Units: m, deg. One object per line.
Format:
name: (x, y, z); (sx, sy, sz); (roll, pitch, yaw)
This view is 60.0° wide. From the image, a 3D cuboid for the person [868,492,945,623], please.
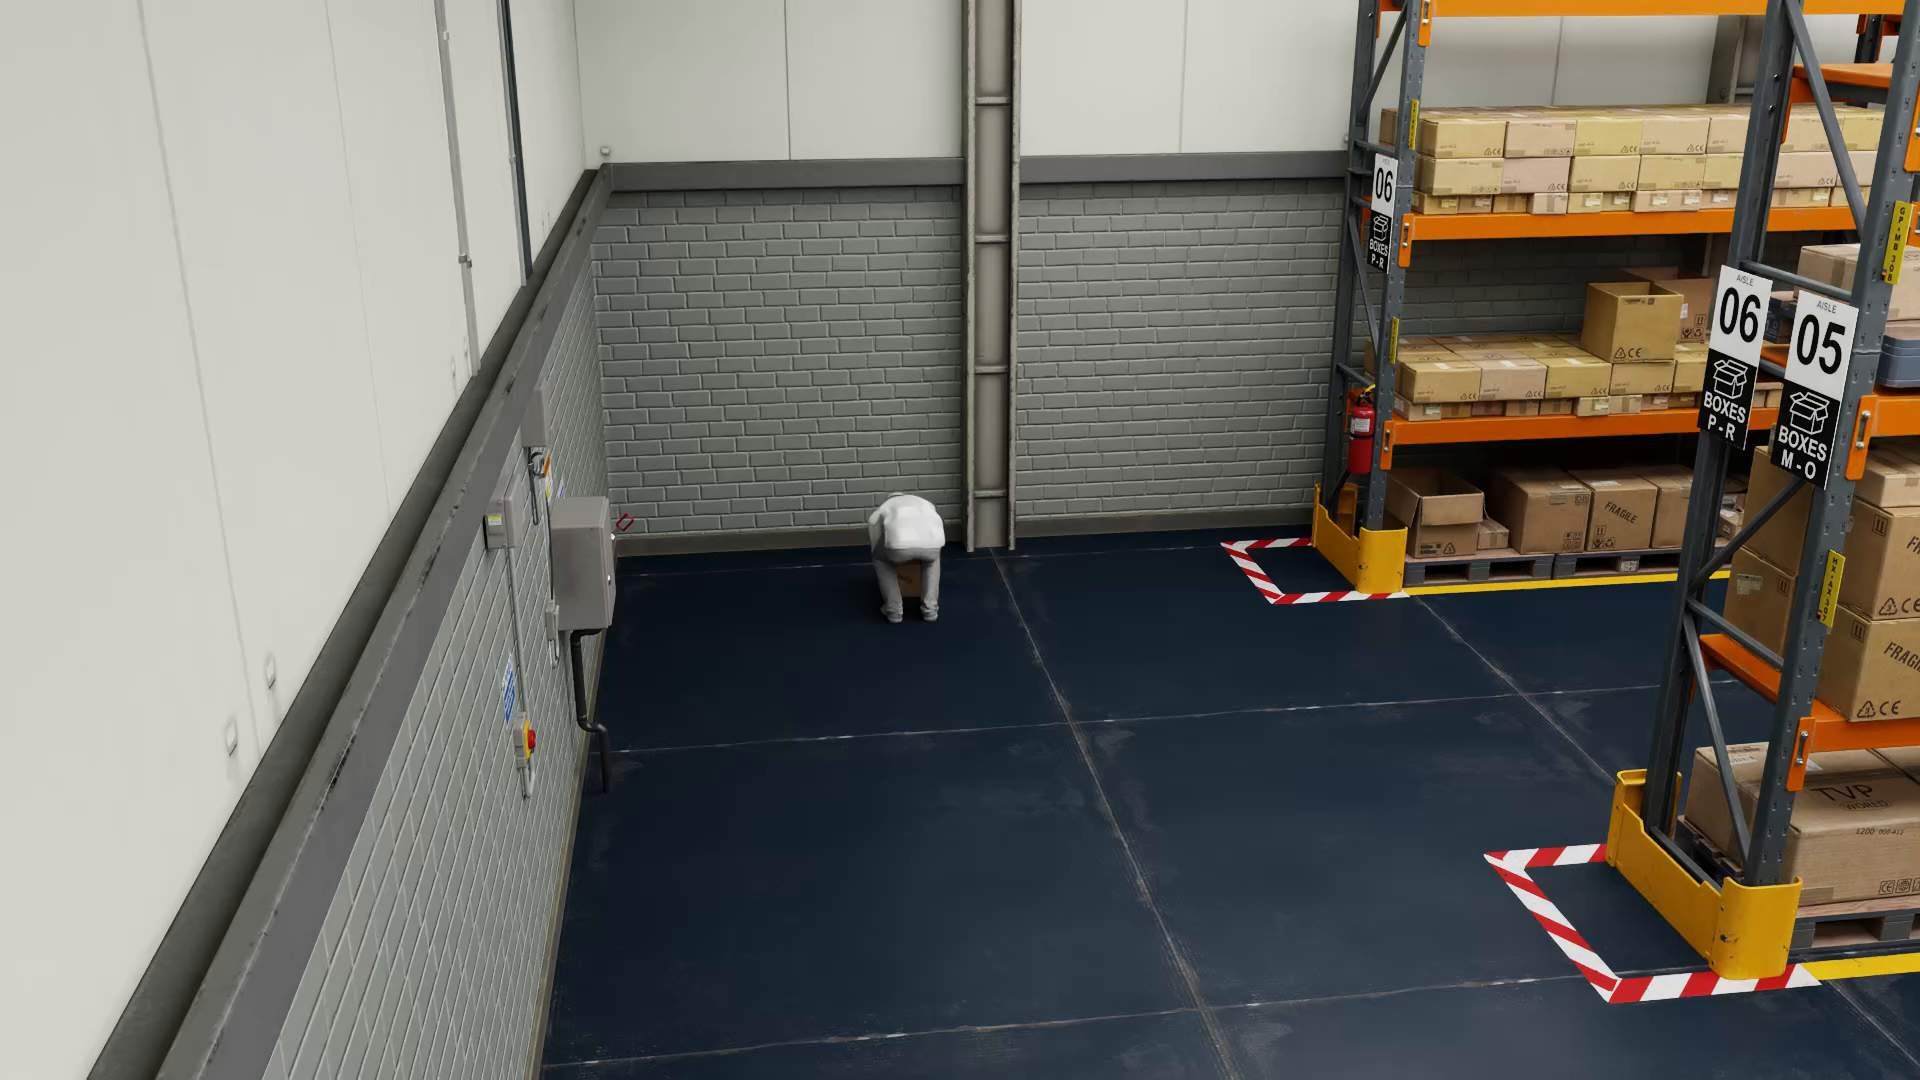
person: (-0.396, 0.098, 12.128); (0.515, 0.874, 0.980); (-4, 20, -10)
